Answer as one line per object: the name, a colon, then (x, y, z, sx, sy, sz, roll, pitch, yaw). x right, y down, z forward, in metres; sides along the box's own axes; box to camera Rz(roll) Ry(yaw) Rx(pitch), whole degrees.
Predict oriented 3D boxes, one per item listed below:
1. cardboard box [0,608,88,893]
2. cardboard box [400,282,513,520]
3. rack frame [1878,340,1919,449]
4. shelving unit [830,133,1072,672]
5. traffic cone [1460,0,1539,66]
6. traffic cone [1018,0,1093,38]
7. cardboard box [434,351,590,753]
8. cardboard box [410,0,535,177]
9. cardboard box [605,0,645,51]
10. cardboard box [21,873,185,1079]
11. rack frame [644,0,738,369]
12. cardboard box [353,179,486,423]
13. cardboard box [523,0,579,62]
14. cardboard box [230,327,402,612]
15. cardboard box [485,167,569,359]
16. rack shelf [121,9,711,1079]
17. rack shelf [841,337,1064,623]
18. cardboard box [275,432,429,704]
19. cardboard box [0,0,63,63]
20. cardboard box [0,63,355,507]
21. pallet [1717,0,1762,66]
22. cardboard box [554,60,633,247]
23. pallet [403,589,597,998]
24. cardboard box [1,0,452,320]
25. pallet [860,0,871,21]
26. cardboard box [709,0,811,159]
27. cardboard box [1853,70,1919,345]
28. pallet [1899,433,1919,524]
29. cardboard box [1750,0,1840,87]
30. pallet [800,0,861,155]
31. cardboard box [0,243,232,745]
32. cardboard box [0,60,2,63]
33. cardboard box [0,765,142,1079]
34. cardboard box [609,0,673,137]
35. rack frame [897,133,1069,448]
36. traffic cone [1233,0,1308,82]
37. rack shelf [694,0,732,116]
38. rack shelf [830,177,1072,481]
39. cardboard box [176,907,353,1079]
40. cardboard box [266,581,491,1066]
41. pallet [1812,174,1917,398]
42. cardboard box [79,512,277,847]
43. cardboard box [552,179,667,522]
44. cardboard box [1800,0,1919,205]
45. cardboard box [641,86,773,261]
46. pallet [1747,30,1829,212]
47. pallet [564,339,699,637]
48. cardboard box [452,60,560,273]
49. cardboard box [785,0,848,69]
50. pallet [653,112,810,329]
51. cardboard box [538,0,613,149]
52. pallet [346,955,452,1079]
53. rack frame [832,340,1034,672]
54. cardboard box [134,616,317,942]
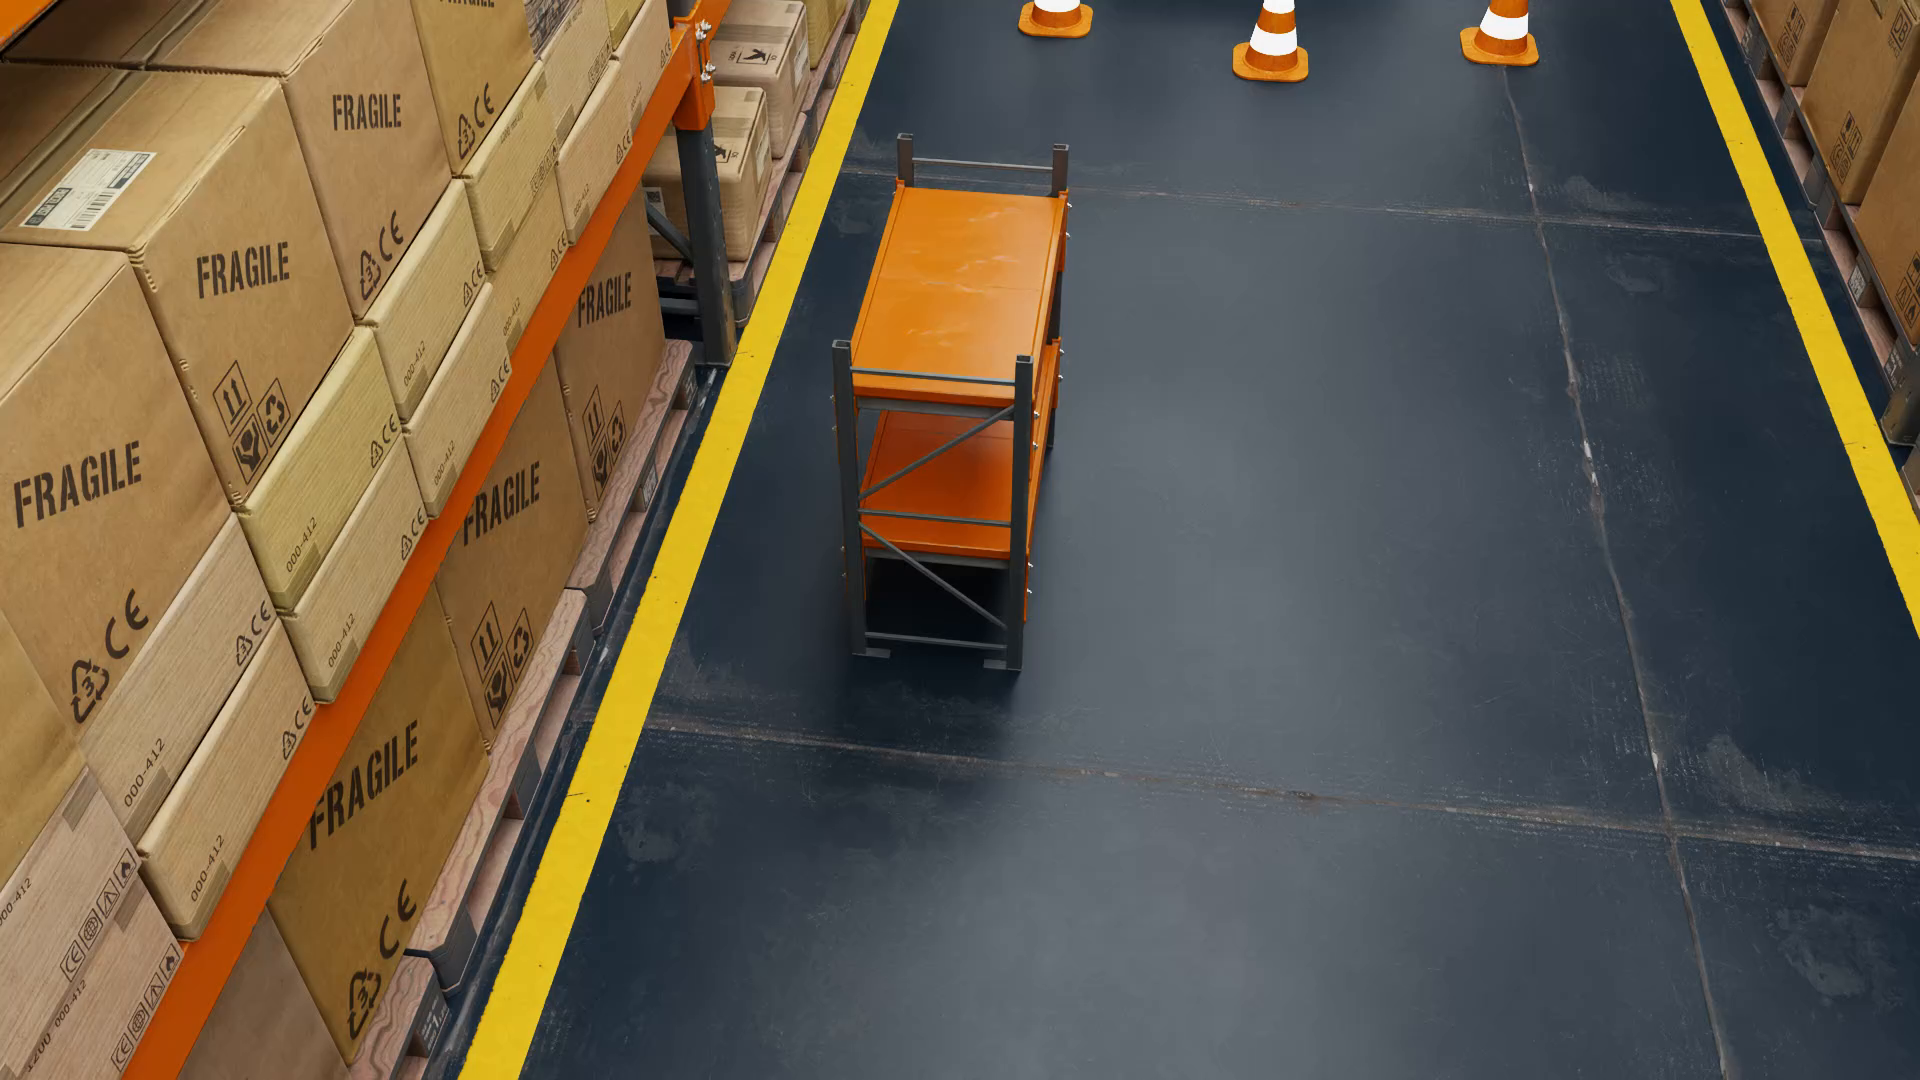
cardboard box: (-1.487, 0.272, 1.982, 0.500, 0.500, 0.500, 6, 44, 6)
cardboard box: (-1.285, -0.317, 3.512, 0.500, 0.250, 0.500, 5, 44, 5)
rack frame: (3.618, -1.400, 4.547, 1.000, 3.000, 0.127, 5, 44, 6)
shelving unit: (-0.001, -0.404, 4.858, 0.538, 1.125, 1.048, 5, 44, 6)
traffic cone: (2.473, -2.429, 7.478, 0.336, 0.463, 0.334, 5, 44, 6)
traffic cone: (0.451, -2.614, 7.674, 0.336, 0.463, 0.334, 5, 44, 6)
cardboard box: (-1.597, -0.092, 4.405, 0.875, 0.875, 0.875, 6, 44, 6)
cardboard box: (-1.243, -1.116, 3.447, 0.500, 0.500, 0.500, 5, 44, 6)
cardboard box: (-1.114, -1.555, 4.456, 0.500, 0.250, 0.500, 5, 44, 5)
cardboard box: (-1.511, 0.723, 2.414, 0.500, 0.250, 0.500, 4, 44, 5)
rack frame: (-1.302, -1.781, 4.950, 1.000, 3.000, 0.127, 5, 44, 6)
cardboard box: (-1.294, -0.501, 3.343, 0.500, 0.250, 0.500, 4, 44, 4)
cardboard box: (-1.170, -1.454, 3.804, 0.500, 0.500, 0.500, 6, 44, 6)
cardboard box: (-1.358, -0.156, 2.979, 0.500, 0.250, 0.500, 6, 44, 6)
cardboard box: (-1.246, -0.667, 3.882, 0.500, 0.250, 0.500, 5, 44, 5)
rack shelf: (-1.566, -0.157, 3.758, 1.077, 0.370, 4.000, 5, 44, 6)
rack shelf: (-0.001, -0.226, 5.027, 0.538, 0.278, 1.000, 5, 44, 6)
cardboard box: (-1.360, 0.023, 3.154, 0.500, 0.250, 0.500, 5, 44, 5)
cardboard box: (-1.819, -0.833, 3.148, 0.500, 0.500, 0.500, 6, 44, 6)
cardboard box: (-1.379, -0.419, 2.711, 0.500, 0.500, 0.500, 4, 44, 4)
pallet: (4.120, -2.581, 7.822, 1.003, 0.211, 1.213, 5, 44, 6)
cardboard box: (-1.163, -1.009, 4.243, 0.500, 0.250, 0.500, 6, 44, 6)
pallet: (-1.644, 0.591, 4.473, 1.003, 0.211, 1.213, 5, 44, 6)
cardboard box: (-1.317, -0.772, 3.084, 0.500, 0.500, 0.500, 5, 44, 5)
pallet: (-0.874, -2.964, 8.227, 1.003, 0.211, 1.213, 5, 44, 6)
cardboard box: (-1.127, -1.867, 6.646, 0.950, 0.372, 0.625, 4, 44, 5)
cardboard box: (3.788, -1.143, 5.606, 1.050, 0.750, 0.750, 5, 44, 5)
pallet: (3.514, 0.145, 4.944, 1.003, 0.211, 1.213, 5, 44, 6)
cardboard box: (4.023, -2.374, 6.906, 1.050, 0.750, 0.750, 5, 44, 6)
pallet: (-1.033, -2.130, 7.346, 1.003, 0.211, 1.213, 5, 44, 6)
cardboard box: (-1.447, -0.078, 2.350, 0.500, 0.500, 0.500, 5, 44, 5)
cardboard box: (-1.873, -0.479, 2.774, 0.500, 0.500, 0.500, 6, 44, 7)
cardboard box: (-1.493, 0.543, 2.240, 0.500, 0.250, 0.500, 4, 44, 4)
cardboard box: (-1.111, -1.359, 4.612, 0.500, 0.250, 0.500, 4, 44, 4)
rack frame: (0.066, -0.750, 5.224, 0.500, 1.125, 0.032, 5, 44, 6)
traffic cone: (1.404, -2.325, 7.369, 0.336, 0.463, 0.334, 5, 44, 6)
rack shelf: (-1.037, -2.883, 6.637, 1.077, 0.370, 4.000, 5, 44, 6)
rack shelf: (-0.001, -0.616, 4.657, 0.538, 0.278, 1.000, 5, 44, 6)
cardboard box: (-1.828, 1.134, 3.111, 0.875, 0.875, 0.875, 6, 44, 7)
cardboard box: (-1.716, 0.518, 3.762, 0.875, 0.875, 0.875, 6, 44, 7)
pallet: (3.797, -0.918, 6.066, 1.003, 0.211, 1.213, 5, 44, 6)
cardboard box: (-1.452, 0.185, 2.618, 0.500, 0.250, 0.500, 6, 44, 6)
cardboard box: (-1.475, -0.699, 5.047, 0.875, 0.875, 0.875, 5, 44, 5)
cardboard box: (3.900, -1.739, 6.236, 1.050, 0.750, 0.750, 6, 44, 6)
cardboard box: (-1.217, -1.364, 6.115, 0.950, 0.372, 0.625, 3, 43, 3)
pallet: (3.961, -1.747, 6.942, 1.003, 0.211, 1.213, 5, 44, 6)
pallet: (-1.480, -0.238, 5.348, 1.003, 0.211, 1.213, 5, 44, 6)
cardboard box: (-1.225, -0.855, 3.717, 0.500, 0.250, 0.500, 4, 44, 4)
cardboard box: (-1.021, -2.384, 7.192, 0.950, 0.372, 0.625, 7, 44, 7)
pallet: (-1.197, -1.301, 6.471, 1.003, 0.211, 1.213, 5, 44, 6)
cardboard box: (-1.178, -1.206, 4.087, 0.500, 0.250, 0.500, 4, 44, 4)
pallet: (-1.803, 1.425, 3.592, 1.003, 0.211, 1.213, 5, 44, 6)
rack frame: (-0.068, -0.057, 4.493, 0.500, 1.125, 0.032, 5, 44, 6)
cardboard box: (-1.444, 0.370, 2.786, 0.500, 0.250, 0.500, 4, 44, 4)
